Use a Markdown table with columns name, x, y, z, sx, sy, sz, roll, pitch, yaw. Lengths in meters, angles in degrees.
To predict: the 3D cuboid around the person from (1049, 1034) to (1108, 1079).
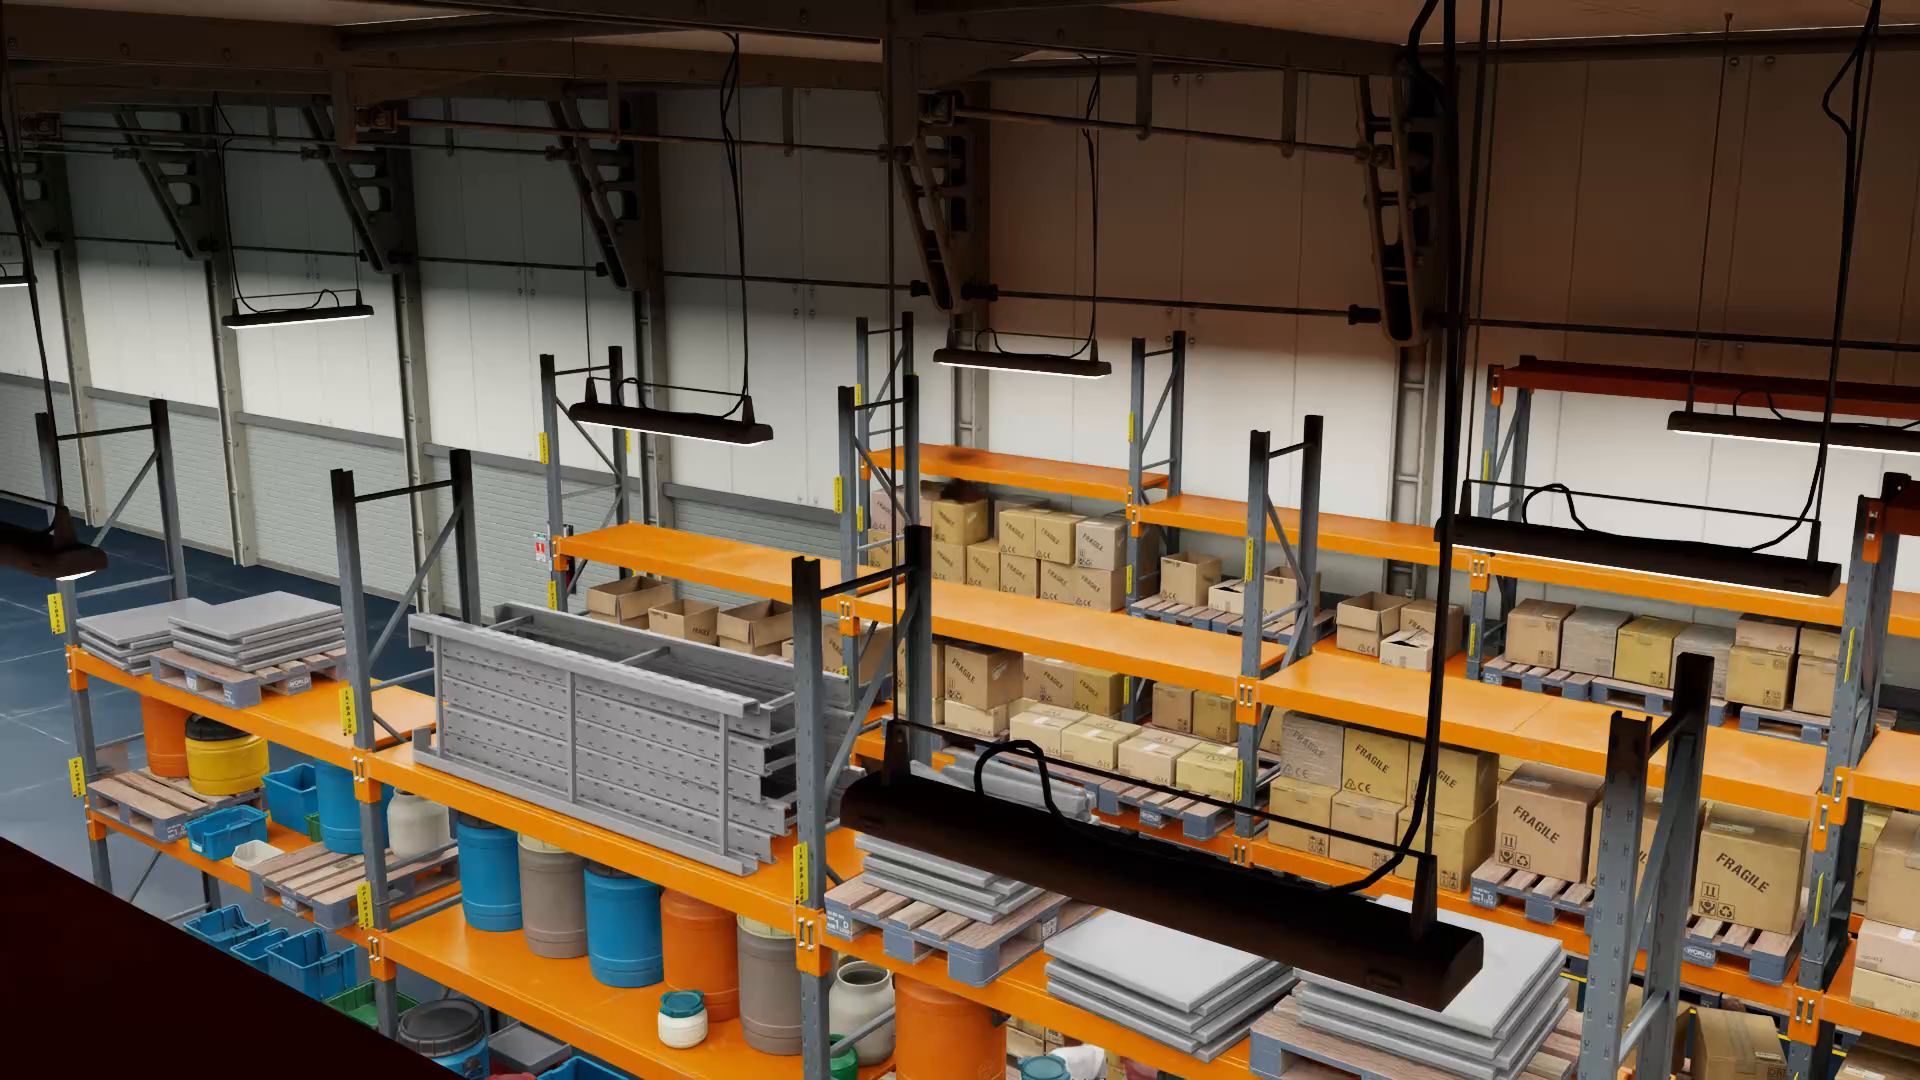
| name | x | y | z | sx | sy | sz | roll | pitch | yaw |
| --- | --- | --- | --- | --- | --- | --- | --- | --- | --- |
| person | 0.858 | 4.339 | 12.600 | 0.866 | 1.687 | 0.501 | 6 | 14 | 25 |

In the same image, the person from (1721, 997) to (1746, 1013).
| name | x | y | z | sx | sy | sz | roll | pitch | yaw |
| --- | --- | --- | --- | --- | --- | --- | --- | --- | --- |
| person | 5.976 | 4.331 | 13.039 | 0.498 | 1.608 | 0.332 | 6 | 14 | 24 |
